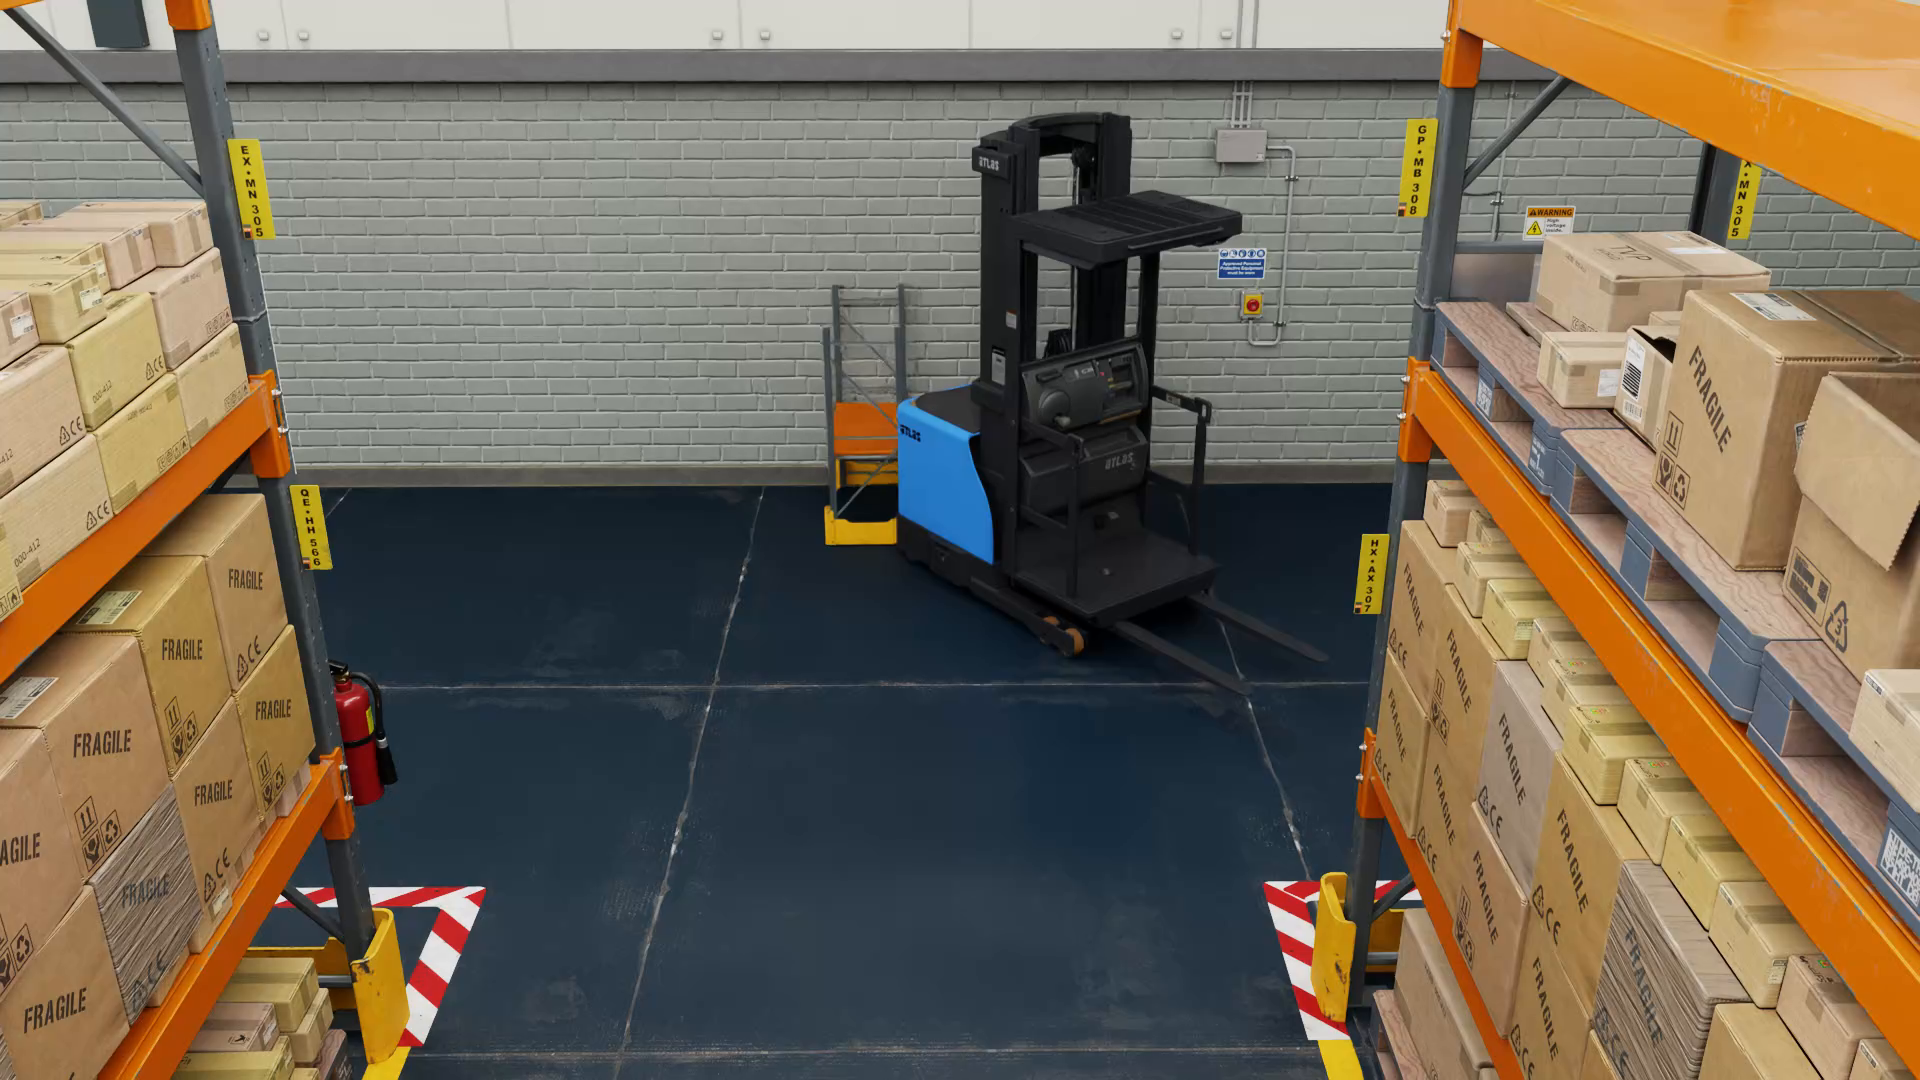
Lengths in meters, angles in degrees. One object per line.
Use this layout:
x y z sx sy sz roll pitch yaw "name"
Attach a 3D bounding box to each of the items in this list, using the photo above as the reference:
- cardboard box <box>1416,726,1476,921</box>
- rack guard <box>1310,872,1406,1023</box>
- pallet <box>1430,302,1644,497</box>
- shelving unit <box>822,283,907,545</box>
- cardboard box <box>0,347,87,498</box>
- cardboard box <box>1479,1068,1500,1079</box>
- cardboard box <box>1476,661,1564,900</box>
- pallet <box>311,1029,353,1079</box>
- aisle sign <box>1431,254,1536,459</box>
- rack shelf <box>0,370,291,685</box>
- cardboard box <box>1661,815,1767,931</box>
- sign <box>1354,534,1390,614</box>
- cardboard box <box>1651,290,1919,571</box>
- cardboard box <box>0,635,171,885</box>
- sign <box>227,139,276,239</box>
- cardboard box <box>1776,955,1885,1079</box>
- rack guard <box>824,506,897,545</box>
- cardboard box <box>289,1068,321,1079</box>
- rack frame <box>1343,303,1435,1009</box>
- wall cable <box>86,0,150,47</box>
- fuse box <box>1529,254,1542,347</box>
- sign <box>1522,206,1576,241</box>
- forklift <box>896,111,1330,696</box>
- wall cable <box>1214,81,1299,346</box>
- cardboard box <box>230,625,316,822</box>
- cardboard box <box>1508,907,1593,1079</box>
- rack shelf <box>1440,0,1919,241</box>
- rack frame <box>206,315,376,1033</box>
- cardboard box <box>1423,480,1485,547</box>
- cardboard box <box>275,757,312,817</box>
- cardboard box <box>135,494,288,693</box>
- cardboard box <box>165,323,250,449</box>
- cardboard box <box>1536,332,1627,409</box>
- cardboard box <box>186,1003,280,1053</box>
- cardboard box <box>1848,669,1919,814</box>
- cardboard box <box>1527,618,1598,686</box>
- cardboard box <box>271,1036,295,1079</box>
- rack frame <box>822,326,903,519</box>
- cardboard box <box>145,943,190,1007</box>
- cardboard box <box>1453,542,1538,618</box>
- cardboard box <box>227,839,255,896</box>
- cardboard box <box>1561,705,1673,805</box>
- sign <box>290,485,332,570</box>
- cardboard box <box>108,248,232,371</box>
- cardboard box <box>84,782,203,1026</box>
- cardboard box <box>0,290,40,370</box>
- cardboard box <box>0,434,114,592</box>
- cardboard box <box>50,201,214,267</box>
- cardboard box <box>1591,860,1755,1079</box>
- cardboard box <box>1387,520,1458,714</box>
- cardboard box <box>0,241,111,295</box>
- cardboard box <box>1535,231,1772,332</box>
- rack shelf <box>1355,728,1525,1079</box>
1.836 0.920 5.453 0.500 0.500 0.500 -1 24 -1 "cardboard box"
2.085 1.688 6.912 1.175 0.500 0.348 0 24 -1 "rack guard"
2.103 -0.462 5.099 1.003 0.211 1.213 0 24 -1 "pallet"
-0.621 -0.875 11.327 0.587 1.500 1.083 -1 24 0 "shelving unit"
-2.595 -0.293 4.194 0.500 0.250 0.500 0 24 0 "cardboard box"
2.210 2.183 5.382 0.875 0.438 0.875 0 24 1 "cardboard box"
1.831 0.682 4.768 0.500 0.500 0.500 0 24 -1 "cardboard box"
-2.890 2.259 5.998 1.003 0.211 1.213 0 24 -1 "pallet"
1.794 -0.654 5.902 0.394 0.787 0.004 0 24 -1 "aisle sign"
-2.842 0.408 3.941 1.077 0.370 4.000 0 24 -1 "rack shelf"
1.856 0.758 3.813 0.380 0.149 0.250 -1 24 -2 "cardboard box"
1.530 0.128 6.180 0.100 0.325 0.005 0 24 -1 "sign"
1.957 -0.259 3.791 0.500 0.500 0.500 0 24 0 "cardboard box"
-2.590 0.596 4.596 0.500 0.500 0.500 1 24 2 "cardboard box"
-2.309 -1.142 5.420 0.100 0.325 0.005 0 24 -1 "sign"
1.899 0.969 3.347 0.380 0.149 0.250 0 24 -1 "cardboard box"
-0.609 -0.102 11.127 0.587 0.250 0.087 -1 24 0 "rack guard"
-2.545 2.052 6.024 0.380 0.149 0.250 0 24 1 "cardboard box"
2.085 0.559 6.375 1.000 3.000 0.127 0 24 -1 "rack frame"
-4.440 -5.942 9.563 2.277 5.999 0.120 0 24 -1 "wall cable"
4.102 -1.127 11.665 0.539 1.711 0.414 0 24 -1 "fuse box"
4.044 -2.175 11.418 0.339 0.242 0.001 0 24 -1 "sign"
0.875 -0.882 9.643 1.130 2.935 3.031 -17 30 -34 "forklift"
2.000 -2.242 11.296 0.585 1.953 0.123 0 24 -1 "wall cable"
-2.602 0.625 5.745 0.500 0.500 0.500 0 24 1 "cardboard box"
1.846 1.336 4.534 0.500 0.500 0.500 1 24 1 "cardboard box"
2.107 -0.841 3.547 1.077 0.370 4.000 0 24 -1 "rack shelf"
-2.864 0.623 6.234 1.000 3.000 0.127 0 24 -1 "rack frame"
1.812 -0.091 5.688 0.380 0.149 0.250 0 24 1 "cardboard box"
-2.578 0.870 5.991 0.380 0.149 0.250 0 24 0 "cardboard box"
-2.610 0.173 5.531 0.500 0.500 0.500 -1 24 -2 "cardboard box"
-2.594 -0.490 5.235 0.500 0.250 0.500 -1 24 -2 "cardboard box"
1.867 -0.481 4.708 0.380 0.149 0.250 1 24 1 "cardboard box"
-2.659 1.780 5.903 0.380 0.149 0.250 0 24 0 "cardboard box"
1.799 0.347 2.877 0.380 0.149 0.250 0 24 1 "cardboard box"
1.851 0.341 4.734 0.380 0.149 0.250 0 24 0 "cardboard box"
-2.624 1.919 5.956 0.380 0.149 0.250 -1 24 -2 "cardboard box"
-0.615 -0.665 10.855 0.500 1.500 0.032 -1 24 0 "rack frame"
-2.595 1.290 5.063 0.380 0.149 0.250 -1 24 -3 "cardboard box"
1.774 0.125 5.212 0.380 0.149 0.250 0 24 1 "cardboard box"
-2.595 1.076 5.536 0.380 0.149 0.250 0 24 -1 "cardboard box"
1.787 0.549 4.275 0.380 0.149 0.250 -1 24 -2 "cardboard box"
-2.309 -0.043 5.917 0.100 0.325 0.005 0 24 -1 "sign"
-2.604 -0.715 5.126 0.500 0.250 0.500 -1 24 -2 "cardboard box"
-2.586 1.047 4.814 0.500 0.500 0.500 0 24 0 "cardboard box"
-2.604 -0.529 4.231 0.380 0.149 0.250 -1 24 -2 "cardboard box"
-2.589 -0.075 4.318 0.500 0.250 0.500 1 24 2 "cardboard box"
-2.566 -0.950 5.161 0.380 0.149 0.250 0 24 -1 "cardboard box"
1.835 1.094 3.857 0.500 0.500 0.500 0 24 0 "cardboard box"
1.805 0.257 5.708 0.500 0.500 0.500 -1 24 -2 "cardboard box"
-2.658 -0.742 4.702 0.380 0.149 0.250 -1 24 -2 "cardboard box"
2.180 -0.792 5.271 0.500 0.250 0.500 -2 24 -5 "cardboard box"
2.107 1.711 4.701 1.077 0.370 4.000 0 24 -1 "rack shelf"
